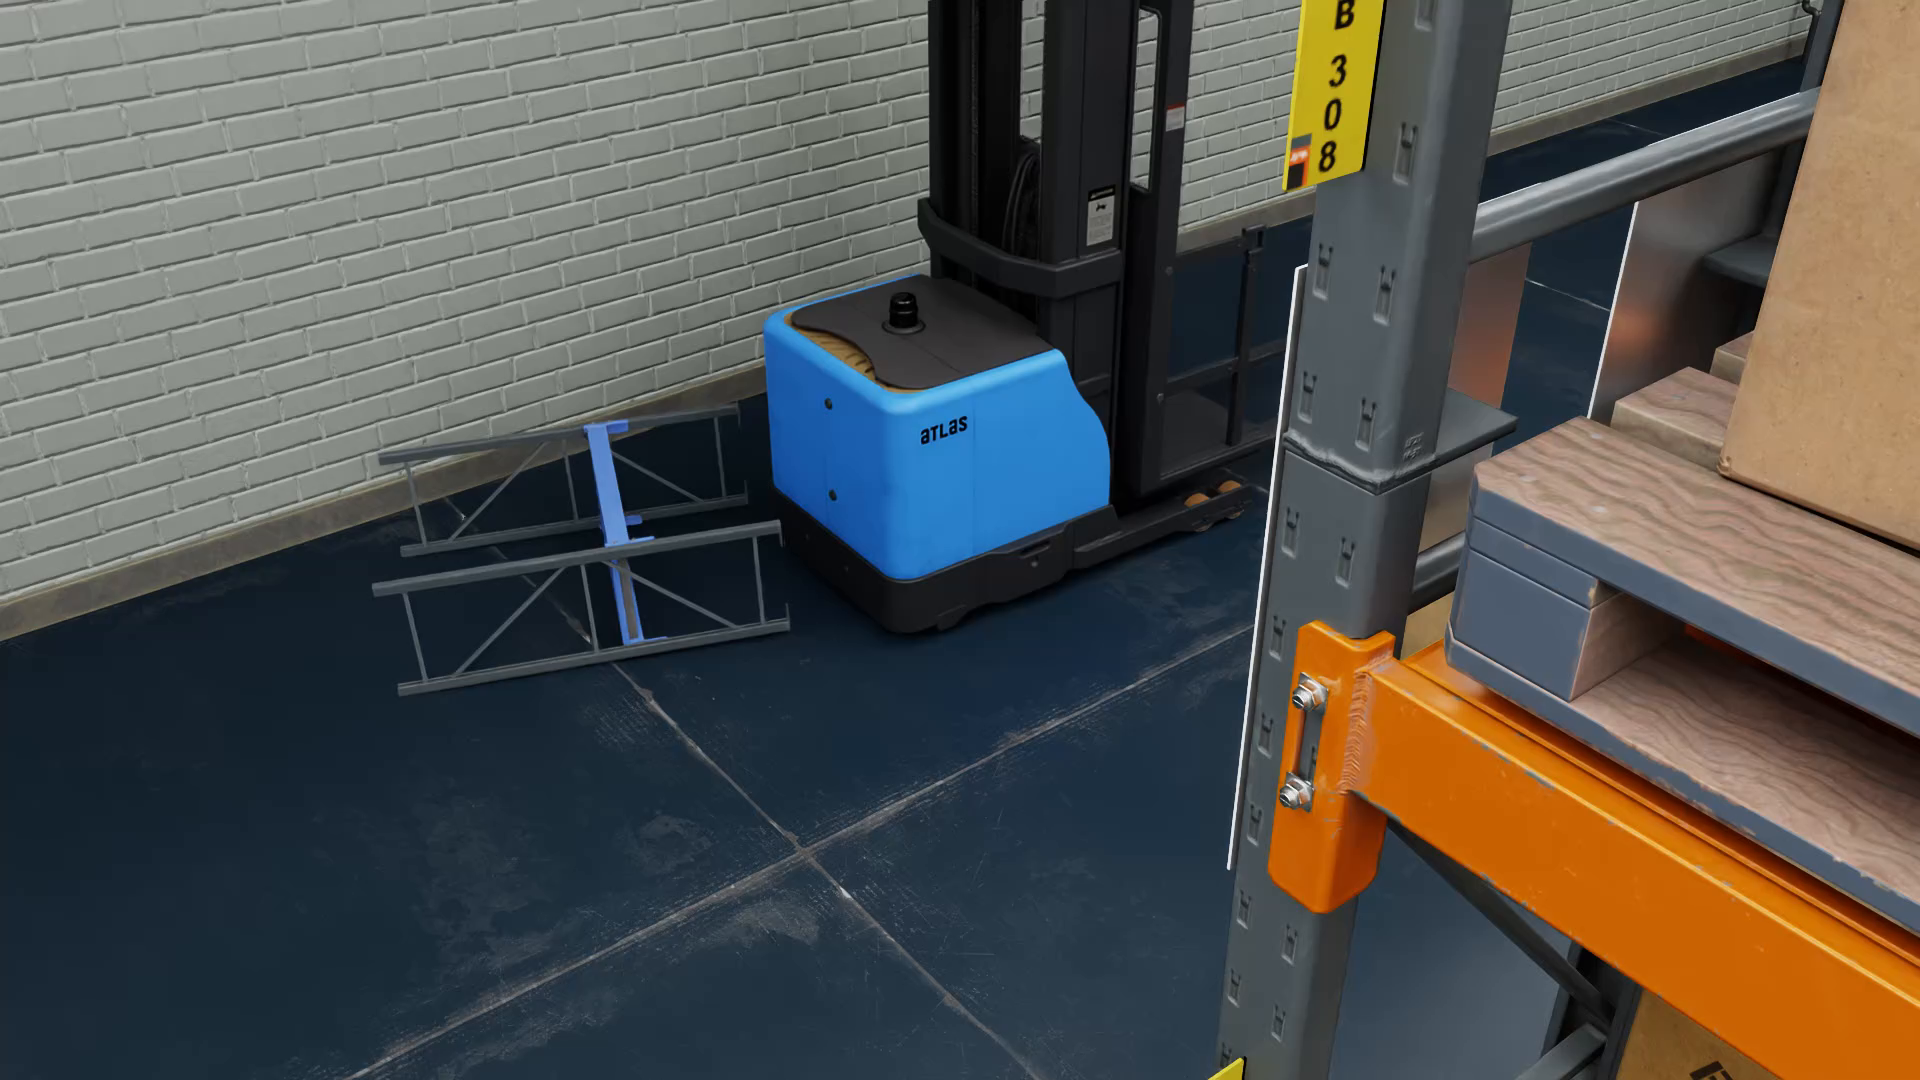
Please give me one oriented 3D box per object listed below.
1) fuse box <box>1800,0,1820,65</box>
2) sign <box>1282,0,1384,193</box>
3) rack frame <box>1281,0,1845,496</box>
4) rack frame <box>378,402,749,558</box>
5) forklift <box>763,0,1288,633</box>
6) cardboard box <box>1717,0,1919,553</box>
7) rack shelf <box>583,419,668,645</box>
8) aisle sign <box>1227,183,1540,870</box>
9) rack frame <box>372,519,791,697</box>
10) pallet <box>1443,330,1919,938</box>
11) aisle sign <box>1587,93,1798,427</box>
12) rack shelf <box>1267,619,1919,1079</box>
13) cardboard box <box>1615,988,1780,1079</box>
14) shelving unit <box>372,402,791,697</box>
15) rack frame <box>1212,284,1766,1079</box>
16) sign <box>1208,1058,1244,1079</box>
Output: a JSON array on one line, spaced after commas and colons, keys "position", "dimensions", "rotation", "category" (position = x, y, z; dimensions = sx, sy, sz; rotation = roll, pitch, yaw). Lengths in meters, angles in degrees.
[{"position": [6.866, -4.577, 12.998], "dimensions": [0.539, 1.711, 0.414], "rotation": [-22, 38, -31], "category": "fuse box"}, {"position": [0.323, -0.459, 1.400], "dimensions": [0.100, 0.325, 0.005], "rotation": [-22, 38, -31], "category": "sign"}, {"position": [0.766, -1.505, 1.145], "dimensions": [1.000, 3.000, 0.127], "rotation": [-22, 38, -31], "category": "rack frame"}, {"position": [-1.676, -0.259, 7.159], "dimensions": [1.500, 0.500, 0.032], "rotation": [-9, 33, -12], "category": "rack frame"}, {"position": [0.686, -1.487, 6.866], "dimensions": [3.031, 2.935, 1.130], "rotation": [-21, 37, -30], "category": "forklift"}, {"position": [1.127, -0.295, 1.452], "dimensions": [0.700, 0.500, 0.500], "rotation": [-25, 40, -34], "category": "cardboard box"}, {"position": [-1.367, -0.029, 6.782], "dimensions": [0.185, 0.538, 1.000], "rotation": [-9, 33, -12], "category": "rack shelf"}, {"position": [0.484, 0.006, 1.934], "dimensions": [0.394, 0.787, 0.004], "rotation": [-22, 38, -31], "category": "aisle sign"}, {"position": [-1.405, 0.258, 6.327], "dimensions": [1.500, 0.500, 0.032], "rotation": [-9, 33, -12], "category": "rack frame"}, {"position": [1.229, 0.112, 1.467], "dimensions": [1.003, 0.211, 1.213], "rotation": [-22, 38, -31], "category": "pallet"}, {"position": [0.958, -0.188, 2.246], "dimensions": [0.394, 0.787, 0.004], "rotation": [-22, 38, -31], "category": "aisle sign"}, {"position": [1.992, 0.908, 0.784], "dimensions": [1.077, 0.370, 4.000], "rotation": [-22, 38, -31], "category": "rack shelf"}, {"position": [1.272, 0.780, 2.301], "dimensions": [0.500, 0.500, 0.500], "rotation": [-22, 38, -31], "category": "cardboard box"}, {"position": [-1.540, 0.000, 6.743], "dimensions": [1.500, 0.538, 1.048], "rotation": [-9, 33, -12], "category": "shelving unit"}, {"position": [0.766, 1.043, 2.728], "dimensions": [1.000, 3.000, 0.127], "rotation": [-22, 38, -31], "category": "rack frame"}, {"position": [0.323, 0.819, 2.193], "dimensions": [0.100, 0.325, 0.005], "rotation": [-22, 38, -31], "category": "sign"}]
